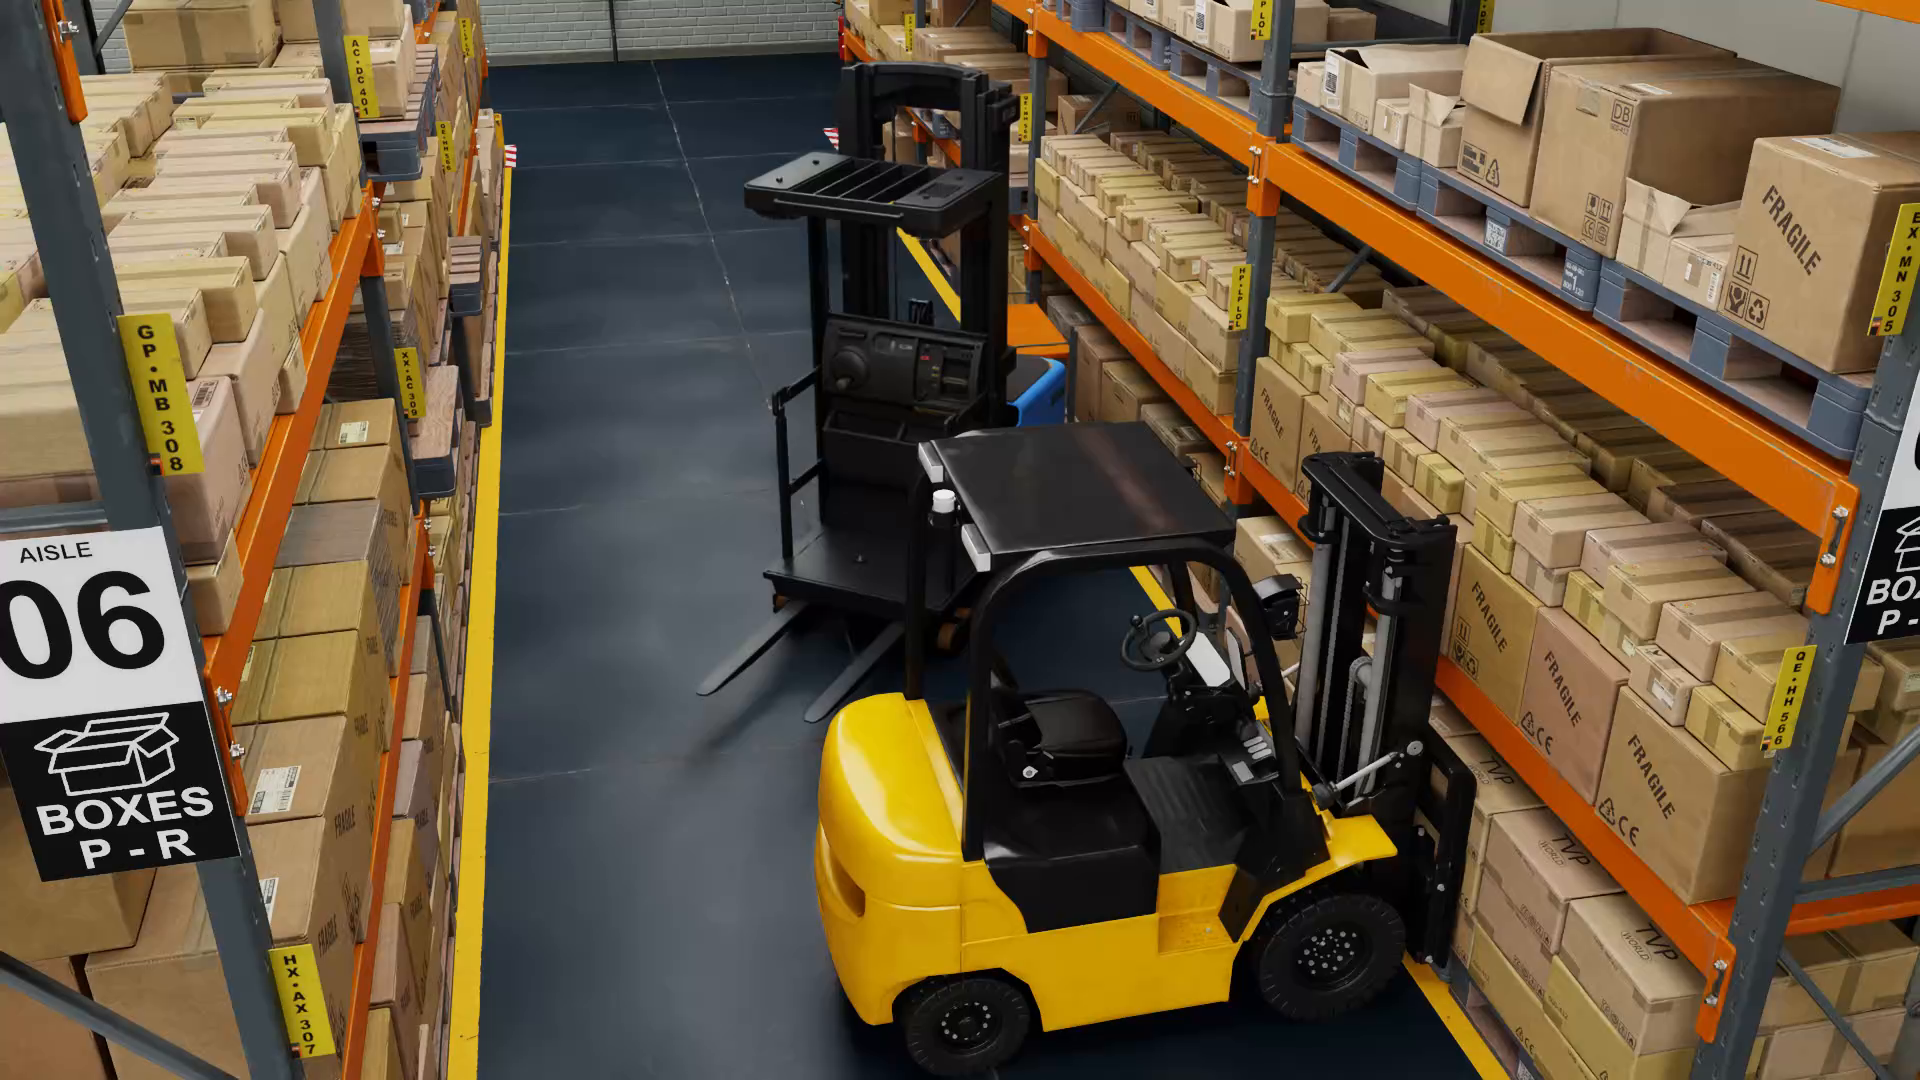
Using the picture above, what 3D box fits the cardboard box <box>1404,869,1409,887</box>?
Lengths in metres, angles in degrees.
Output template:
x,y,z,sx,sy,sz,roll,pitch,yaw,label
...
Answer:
x,y,z,sx,sy,sz,roll,pitch,yaw,label
2.025,1.205,7.118,0.500,0.250,0.500,-5,27,-10,cardboard box

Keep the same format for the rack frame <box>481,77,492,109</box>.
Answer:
x,y,z,sx,sy,sz,roll,pitch,yaw,label
-5.656,-5.513,17.844,1.000,3.000,0.127,-6,27,-12,rack frame

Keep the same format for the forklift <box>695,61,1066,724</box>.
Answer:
x,y,z,sx,sy,sz,roll,pitch,yaw,label
-0.400,-0.913,8.806,1.130,2.935,3.031,11,29,21,forklift

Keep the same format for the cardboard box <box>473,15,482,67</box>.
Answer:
x,y,z,sx,sy,sz,roll,pitch,yaw,label
-5.066,-4.926,16.570,0.500,0.500,0.500,-5,27,-10,cardboard box

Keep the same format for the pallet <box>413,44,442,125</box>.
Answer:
x,y,z,sx,sy,sz,roll,pitch,yaw,label
-3.224,-2.237,8.233,1.213,0.211,1.003,-6,27,-12,pallet

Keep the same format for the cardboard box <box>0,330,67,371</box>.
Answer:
x,y,z,sx,sy,sz,roll,pitch,yaw,label
-2.004,-0.358,3.695,0.380,0.149,0.250,-6,27,-12,cardboard box

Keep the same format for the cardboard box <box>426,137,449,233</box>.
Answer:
x,y,z,sx,sy,sz,roll,pitch,yaw,label
-3.480,-2.195,10.362,0.500,0.500,0.500,-7,28,-13,cardboard box

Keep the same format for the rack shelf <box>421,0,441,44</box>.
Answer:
x,y,z,sx,sy,sz,roll,pitch,yaw,label
-4.304,-3.897,12.112,1.077,0.370,4.000,-6,27,-12,rack shelf

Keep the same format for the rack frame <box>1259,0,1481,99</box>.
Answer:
x,y,z,sx,sy,sz,roll,pitch,yaw,label
1.883,-3.429,7.057,1.000,3.000,0.127,-6,27,-12,rack frame

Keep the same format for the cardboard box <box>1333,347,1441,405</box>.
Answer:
x,y,z,sx,sy,sz,roll,pitch,yaw,label
1.837,-0.708,7.162,0.380,0.149,0.250,-5,27,-10,cardboard box

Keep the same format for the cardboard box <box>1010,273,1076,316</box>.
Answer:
x,y,z,sx,sy,sz,roll,pitch,yaw,label
0.677,-1.742,12.681,0.500,0.500,0.500,-5,27,-10,cardboard box

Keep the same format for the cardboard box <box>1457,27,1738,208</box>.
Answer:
x,y,z,sx,sy,sz,roll,pitch,yaw,label
2.219,-1.502,5.877,0.797,0.503,0.637,-5,27,-10,cardboard box

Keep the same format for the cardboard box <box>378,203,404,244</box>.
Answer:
x,y,z,sx,sy,sz,roll,pitch,yaw,label
-3.059,-1.609,8.481,0.380,0.149,0.250,-4,27,-9,cardboard box

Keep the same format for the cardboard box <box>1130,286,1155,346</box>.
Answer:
x,y,z,sx,sy,sz,roll,pitch,yaw,label
1.314,-1.320,9.702,0.500,0.250,0.500,-6,27,-11,cardboard box

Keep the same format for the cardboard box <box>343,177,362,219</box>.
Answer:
x,y,z,sx,sy,sz,roll,pitch,yaw,label
-2.583,-1.365,6.574,0.380,0.149,0.250,-6,27,-11,cardboard box

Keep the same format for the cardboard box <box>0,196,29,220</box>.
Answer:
x,y,z,sx,sy,sz,roll,pitch,yaw,label
-2.793,-0.860,4.691,0.380,0.149,0.250,-5,27,-10,cardboard box

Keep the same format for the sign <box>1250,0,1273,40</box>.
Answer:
x,y,z,sx,sy,sz,roll,pitch,yaw,label
1.357,-2.402,7.428,0.100,0.325,0.005,-6,27,-12,sign

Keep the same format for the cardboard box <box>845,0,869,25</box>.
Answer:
x,y,z,sx,sy,sz,roll,pitch,yaw,label
-0.982,-5.858,18.364,0.500,0.250,0.500,-6,27,-11,cardboard box

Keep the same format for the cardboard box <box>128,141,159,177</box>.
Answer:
x,y,z,sx,sy,sz,roll,pitch,yaw,label
-2.994,-1.204,5.813,0.500,0.250,0.500,-6,27,-12,cardboard box

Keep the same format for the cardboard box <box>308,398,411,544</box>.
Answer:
x,y,z,sx,sy,sz,roll,pitch,yaw,label
-2.610,-0.253,6.981,0.500,0.500,0.500,-7,28,-13,cardboard box

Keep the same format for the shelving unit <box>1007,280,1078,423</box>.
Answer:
x,y,z,sx,sy,sz,roll,pitch,yaw,label
0.372,-1.000,10.975,0.538,1.125,1.048,-5,27,-11,shelving unit

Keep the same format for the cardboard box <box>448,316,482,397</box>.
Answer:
x,y,z,sx,sy,sz,roll,pitch,yaw,label
-3.928,-1.552,11.888,0.875,0.875,0.875,-6,27,-12,cardboard box

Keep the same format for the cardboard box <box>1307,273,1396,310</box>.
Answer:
x,y,z,sx,sy,sz,roll,pitch,yaw,label
2.013,-1.261,8.589,0.380,0.149,0.250,-7,28,-13,cardboard box

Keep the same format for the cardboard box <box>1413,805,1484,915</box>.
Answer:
x,y,z,sx,sy,sz,roll,pitch,yaw,label
2.131,1.194,6.586,0.500,0.250,0.500,-7,28,-13,cardboard box

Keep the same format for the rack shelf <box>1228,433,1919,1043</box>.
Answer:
x,y,z,sx,sy,sz,roll,pitch,yaw,label
2.334,0.448,6.831,1.077,0.370,4.000,-6,27,-12,rack shelf

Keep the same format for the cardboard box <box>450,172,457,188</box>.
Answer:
x,y,z,sx,sy,sz,roll,pitch,yaw,label
-3.843,-2.632,11.747,0.500,0.250,0.500,-5,27,-10,cardboard box

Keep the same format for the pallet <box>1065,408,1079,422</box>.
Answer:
x,y,z,sx,sy,sz,roll,pitch,yaw,label
1.129,-0.897,11.792,1.003,0.211,1.213,-6,27,-12,pallet

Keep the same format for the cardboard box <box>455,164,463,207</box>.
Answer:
x,y,z,sx,sy,sz,roll,pitch,yaw,label
-3.964,-2.629,12.297,0.500,0.250,0.500,-5,27,-10,cardboard box

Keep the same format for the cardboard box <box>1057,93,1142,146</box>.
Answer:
x,y,z,sx,sy,sz,roll,pitch,yaw,label
1.018,-2.981,12.250,0.500,0.500,0.500,-5,27,-9,cardboard box

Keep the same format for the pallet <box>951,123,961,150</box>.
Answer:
x,y,z,sx,sy,sz,roll,pitch,yaw,label
0.539,-3.275,13.622,1.003,0.211,1.213,-6,27,-12,pallet

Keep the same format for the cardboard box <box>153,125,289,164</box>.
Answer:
x,y,z,sx,sy,sz,roll,pitch,yaw,label
-2.418,-1.255,5.473,0.380,0.149,0.250,-6,28,-13,cardboard box

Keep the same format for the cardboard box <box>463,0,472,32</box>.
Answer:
x,y,z,sx,sy,sz,roll,pitch,yaw,label
-4.839,-4.930,15.469,0.500,0.500,0.500,-5,27,-11,cardboard box

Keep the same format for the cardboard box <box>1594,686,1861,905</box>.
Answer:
x,y,z,sx,sy,sz,roll,pitch,yaw,label
2.418,0.771,5.282,0.500,0.500,0.500,-7,28,-13,cardboard box

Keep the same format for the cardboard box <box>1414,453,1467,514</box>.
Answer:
x,y,z,sx,sy,sz,roll,pitch,yaw,label
2.028,-0.238,6.561,0.380,0.149,0.250,-7,28,-13,cardboard box

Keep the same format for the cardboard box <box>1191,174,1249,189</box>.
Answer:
x,y,z,sx,sy,sz,roll,pitch,yaw,label
1.663,-2.171,10.392,0.380,0.149,0.250,-6,27,-12,cardboard box

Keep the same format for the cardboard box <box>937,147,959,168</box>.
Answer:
x,y,z,sx,sy,sz,roll,pitch,yaw,label
0.007,-3.463,15.040,0.380,0.149,0.250,-7,28,-14,cardboard box

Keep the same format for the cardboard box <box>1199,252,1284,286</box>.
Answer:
x,y,z,sx,sy,sz,roll,pitch,yaw,label
1.510,-1.437,8.937,0.380,0.149,0.250,-6,27,-12,cardboard box

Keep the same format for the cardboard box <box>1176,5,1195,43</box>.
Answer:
x,y,z,sx,sy,sz,roll,pitch,yaw,label
1.339,-2.662,8.568,0.380,0.149,0.250,-6,27,-12,cardboard box

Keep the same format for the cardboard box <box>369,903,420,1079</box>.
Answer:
x,y,z,sx,sy,sz,roll,pitch,yaw,label
-2.091,1.594,5.516,0.500,0.500,0.500,-7,28,-14,cardboard box

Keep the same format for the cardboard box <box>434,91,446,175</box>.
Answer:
x,y,z,sx,sy,sz,roll,pitch,yaw,label
-3.726,-2.734,11.116,0.500,0.500,0.500,-7,28,-13,cardboard box

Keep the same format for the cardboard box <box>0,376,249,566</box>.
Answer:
x,y,z,sx,sy,sz,roll,pitch,yaw,label
-1.904,-0.142,3.710,0.500,0.250,0.500,-6,27,-13,cardboard box

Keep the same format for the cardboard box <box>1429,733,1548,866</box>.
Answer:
x,y,z,sx,sy,sz,roll,pitch,yaw,label
2.133,0.984,6.447,0.500,0.250,0.500,-6,27,-11,cardboard box

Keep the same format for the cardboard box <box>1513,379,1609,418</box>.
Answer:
x,y,z,sx,sy,sz,roll,pitch,yaw,label
2.507,-0.543,6.836,0.380,0.149,0.250,-6,27,-12,cardboard box

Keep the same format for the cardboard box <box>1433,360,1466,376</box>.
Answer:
x,y,z,sx,sy,sz,roll,pitch,yaw,label
2.347,-0.747,7.570,0.380,0.149,0.250,-5,27,-10,cardboard box

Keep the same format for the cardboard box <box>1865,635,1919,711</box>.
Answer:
x,y,z,sx,sy,sz,roll,pitch,yaw,label
2.917,0.369,5.029,0.380,0.149,0.250,-6,27,-13,cardboard box

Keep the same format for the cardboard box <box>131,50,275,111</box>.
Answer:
x,y,z,sx,sy,sz,roll,pitch,yaw,label
-3.225,-1.947,7.149,0.500,0.250,0.500,-6,28,-13,cardboard box

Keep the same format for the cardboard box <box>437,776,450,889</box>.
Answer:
x,y,z,sx,sy,sz,roll,pitch,yaw,label
-2.427,1.260,7.011,0.500,0.250,0.500,-7,28,-13,cardboard box

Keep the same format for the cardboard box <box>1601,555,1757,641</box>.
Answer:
x,y,z,sx,sy,sz,roll,pitch,yaw,label
2.327,0.185,5.394,0.380,0.149,0.250,-5,27,-10,cardboard box

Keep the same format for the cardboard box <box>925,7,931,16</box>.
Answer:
x,y,z,sx,sy,sz,roll,pitch,yaw,label
-0.237,-5.465,17.586,0.500,0.250,0.500,-5,27,-10,cardboard box

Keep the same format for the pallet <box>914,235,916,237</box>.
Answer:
x,y,z,sx,sy,sz,roll,pitch,yaw,label
-0.074,-3.320,16.593,1.003,0.211,1.213,-6,27,-12,pallet

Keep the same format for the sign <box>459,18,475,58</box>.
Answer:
x,y,z,sx,sy,sz,roll,pitch,yaw,label
-4.228,-4.298,14.240,0.100,0.325,0.005,-6,27,-12,sign

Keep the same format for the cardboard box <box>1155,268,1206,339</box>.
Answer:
x,y,z,sx,sy,sz,roll,pitch,yaw,label
1.400,-1.322,9.152,0.500,0.250,0.500,-7,28,-13,cardboard box

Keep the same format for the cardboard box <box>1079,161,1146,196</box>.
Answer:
x,y,z,sx,sy,sz,roll,pitch,yaw,label
0.982,-2.331,10.708,0.380,0.149,0.250,-6,27,-11,cardboard box

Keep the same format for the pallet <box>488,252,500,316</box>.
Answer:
x,y,z,sx,sy,sz,roll,pitch,yaw,label
-4.508,-2.181,14.337,1.003,0.211,1.213,-6,27,-12,pallet
